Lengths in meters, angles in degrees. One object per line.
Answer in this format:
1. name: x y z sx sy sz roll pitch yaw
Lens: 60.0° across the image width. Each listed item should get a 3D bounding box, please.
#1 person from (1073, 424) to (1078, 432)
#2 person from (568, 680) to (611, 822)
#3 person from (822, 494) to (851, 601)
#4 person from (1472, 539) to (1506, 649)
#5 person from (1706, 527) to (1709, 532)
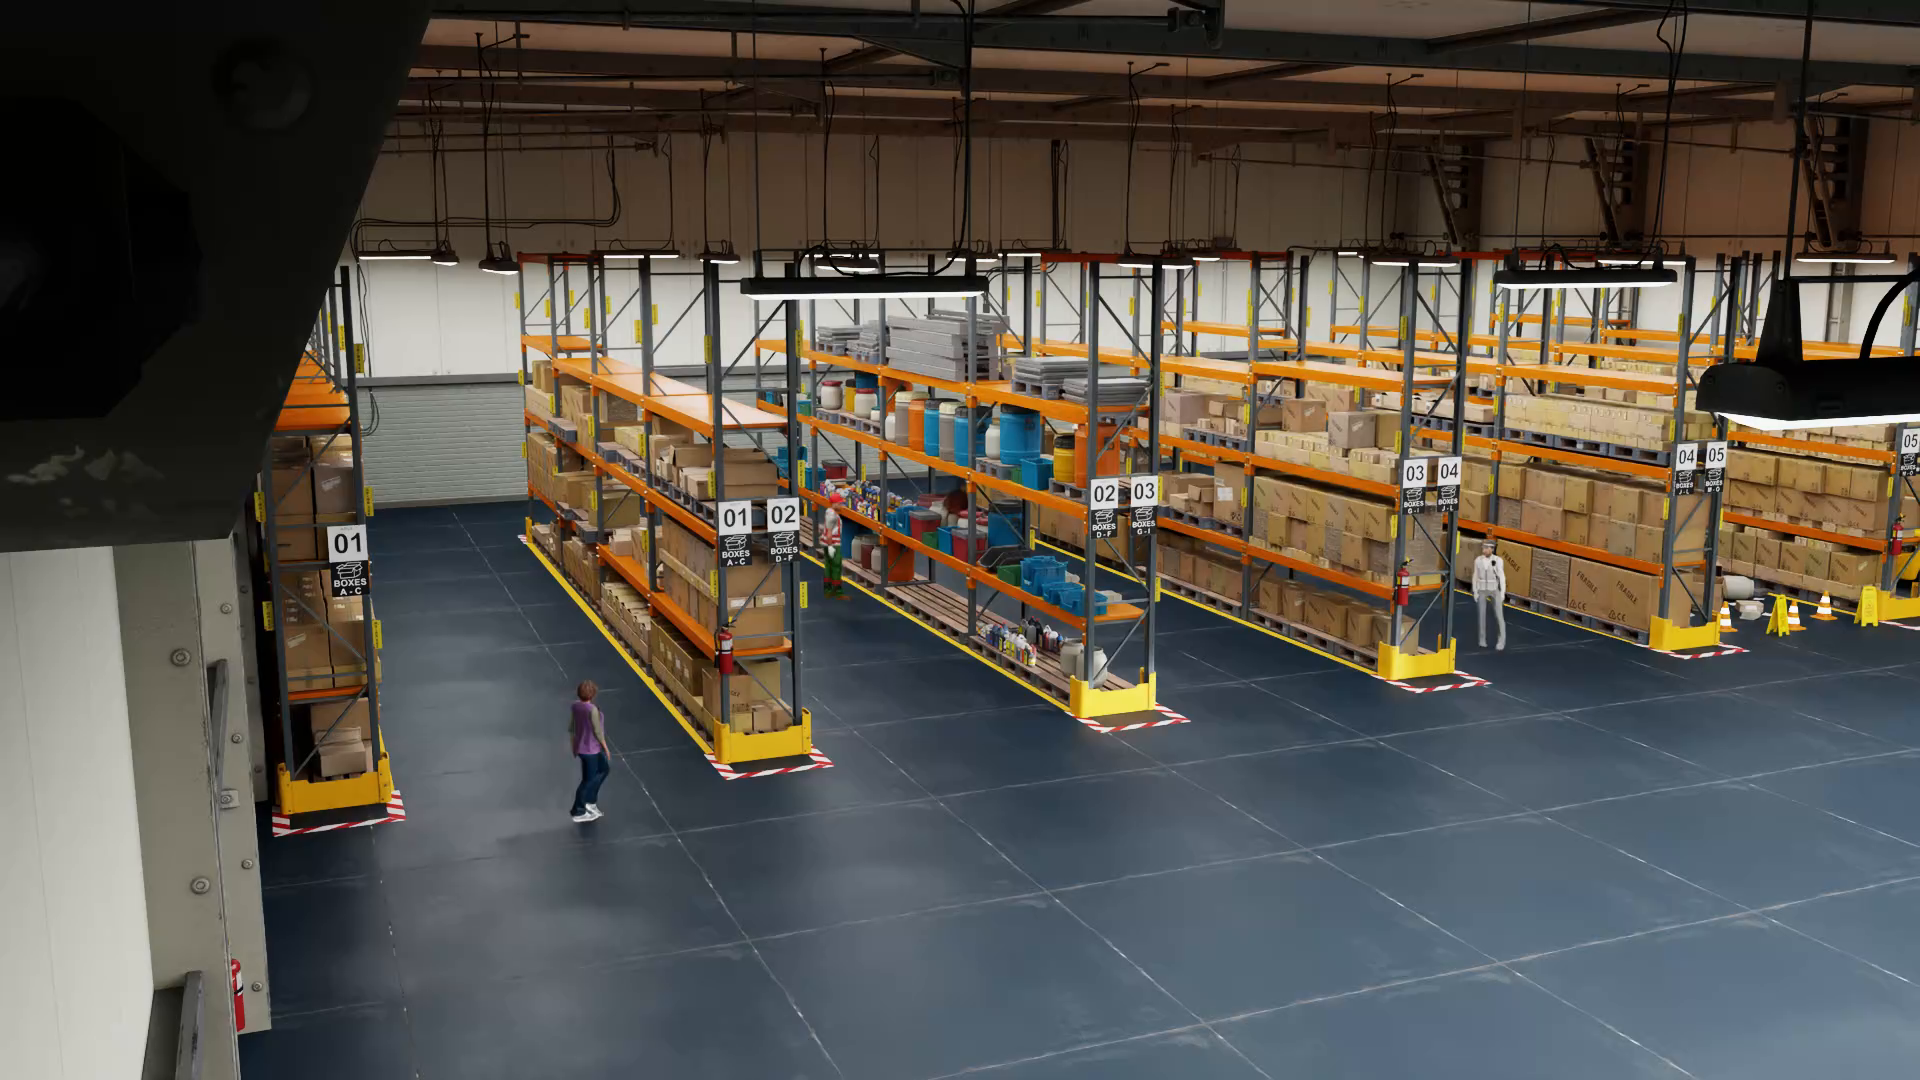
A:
1. person: 2.896 -2.010 41.055 0.626 1.767 0.533 -7 12 -33
2. person: -4.012 2.293 18.042 0.480 1.604 0.420 -5 11 -24
3. person: -2.091 0.093 27.910 0.444 1.785 0.565 -4 11 -20
4. person: 8.248 0.818 25.894 0.563 1.692 0.405 5 11 23
5. person: 15.997 -0.990 35.799 0.553 1.715 0.651 -8 13 -37
